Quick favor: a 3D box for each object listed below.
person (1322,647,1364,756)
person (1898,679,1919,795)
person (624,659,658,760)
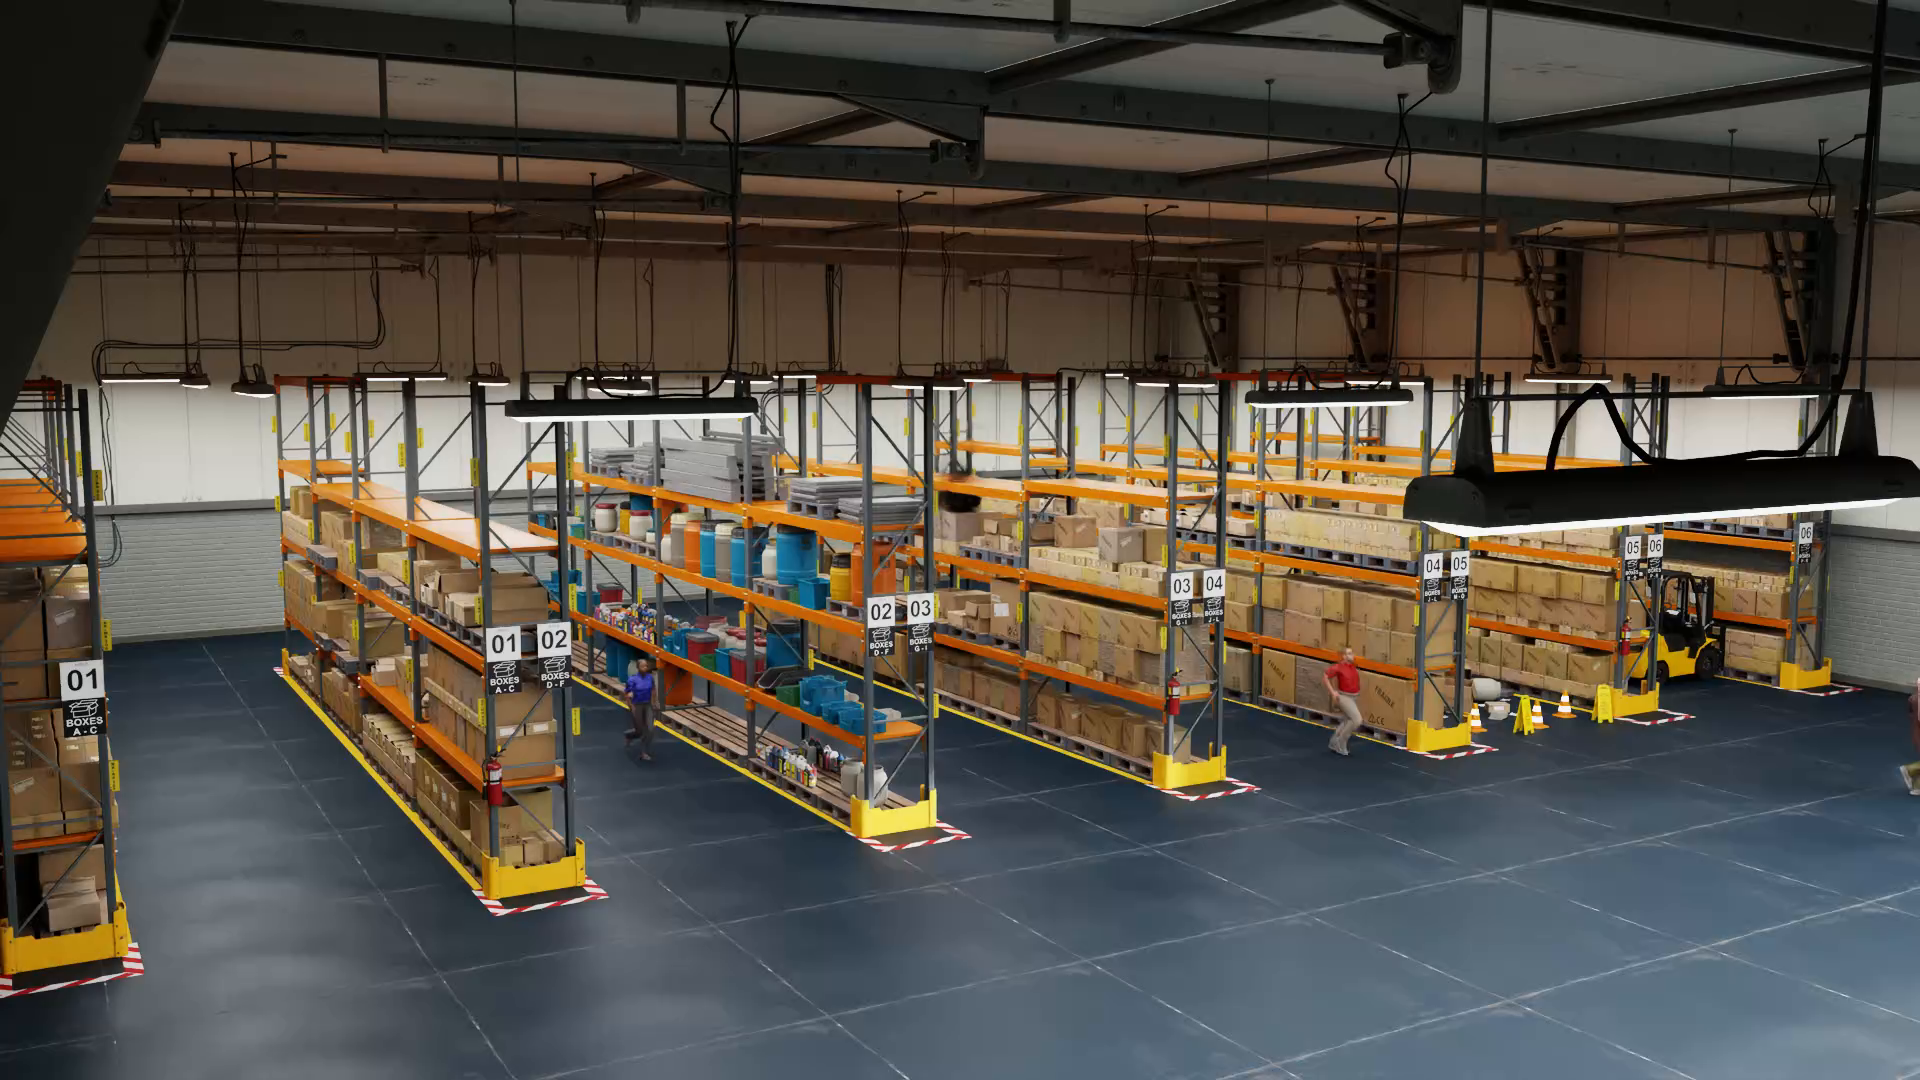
[{"bbox_3d":[6.214,2.584,26.666,0.641,1.718,0.654,4,8,35],"label":"person"},{"bbox_3d":[13.903,2.855,24.028,0.637,1.724,0.710,1,6,12],"label":"person"},{"bbox_3d":[-5.076,2.662,26.364,0.558,1.608,0.592,-5,8,-37],"label":"person"}]
